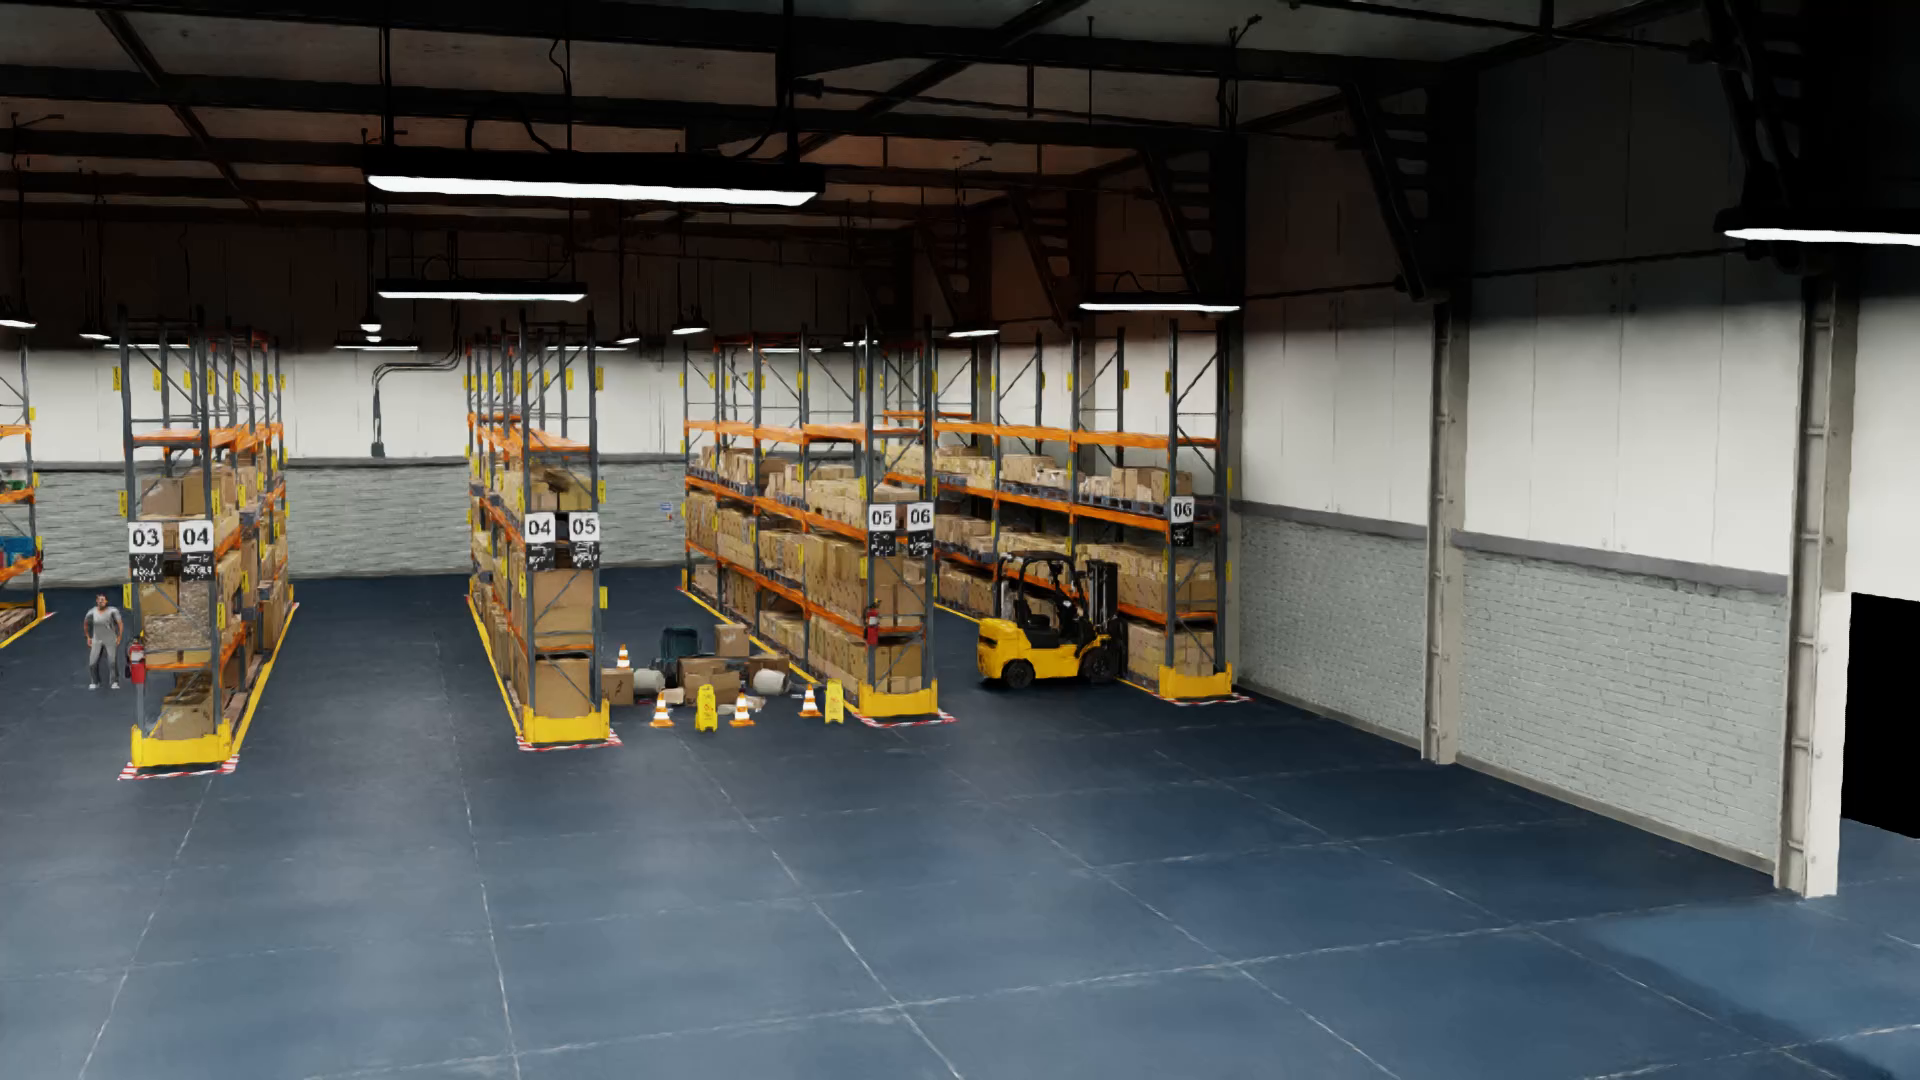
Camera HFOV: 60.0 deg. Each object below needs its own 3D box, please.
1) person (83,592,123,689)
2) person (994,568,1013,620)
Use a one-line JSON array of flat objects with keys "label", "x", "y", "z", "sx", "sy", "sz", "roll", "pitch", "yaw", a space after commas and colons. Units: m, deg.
[{"label": "person", "x": -13.946, "y": 1.636, "z": 27.094, "sx": 0.580, "sy": 1.619, "sz": 0.507, "roll": -2, "pitch": 6, "yaw": -21}, {"label": "person", "x": 0.767, "y": 1.309, "z": 30.514, "sx": 0.536, "sy": 1.579, "sz": 0.535, "roll": 1, "pitch": 5, "yaw": 8}]
